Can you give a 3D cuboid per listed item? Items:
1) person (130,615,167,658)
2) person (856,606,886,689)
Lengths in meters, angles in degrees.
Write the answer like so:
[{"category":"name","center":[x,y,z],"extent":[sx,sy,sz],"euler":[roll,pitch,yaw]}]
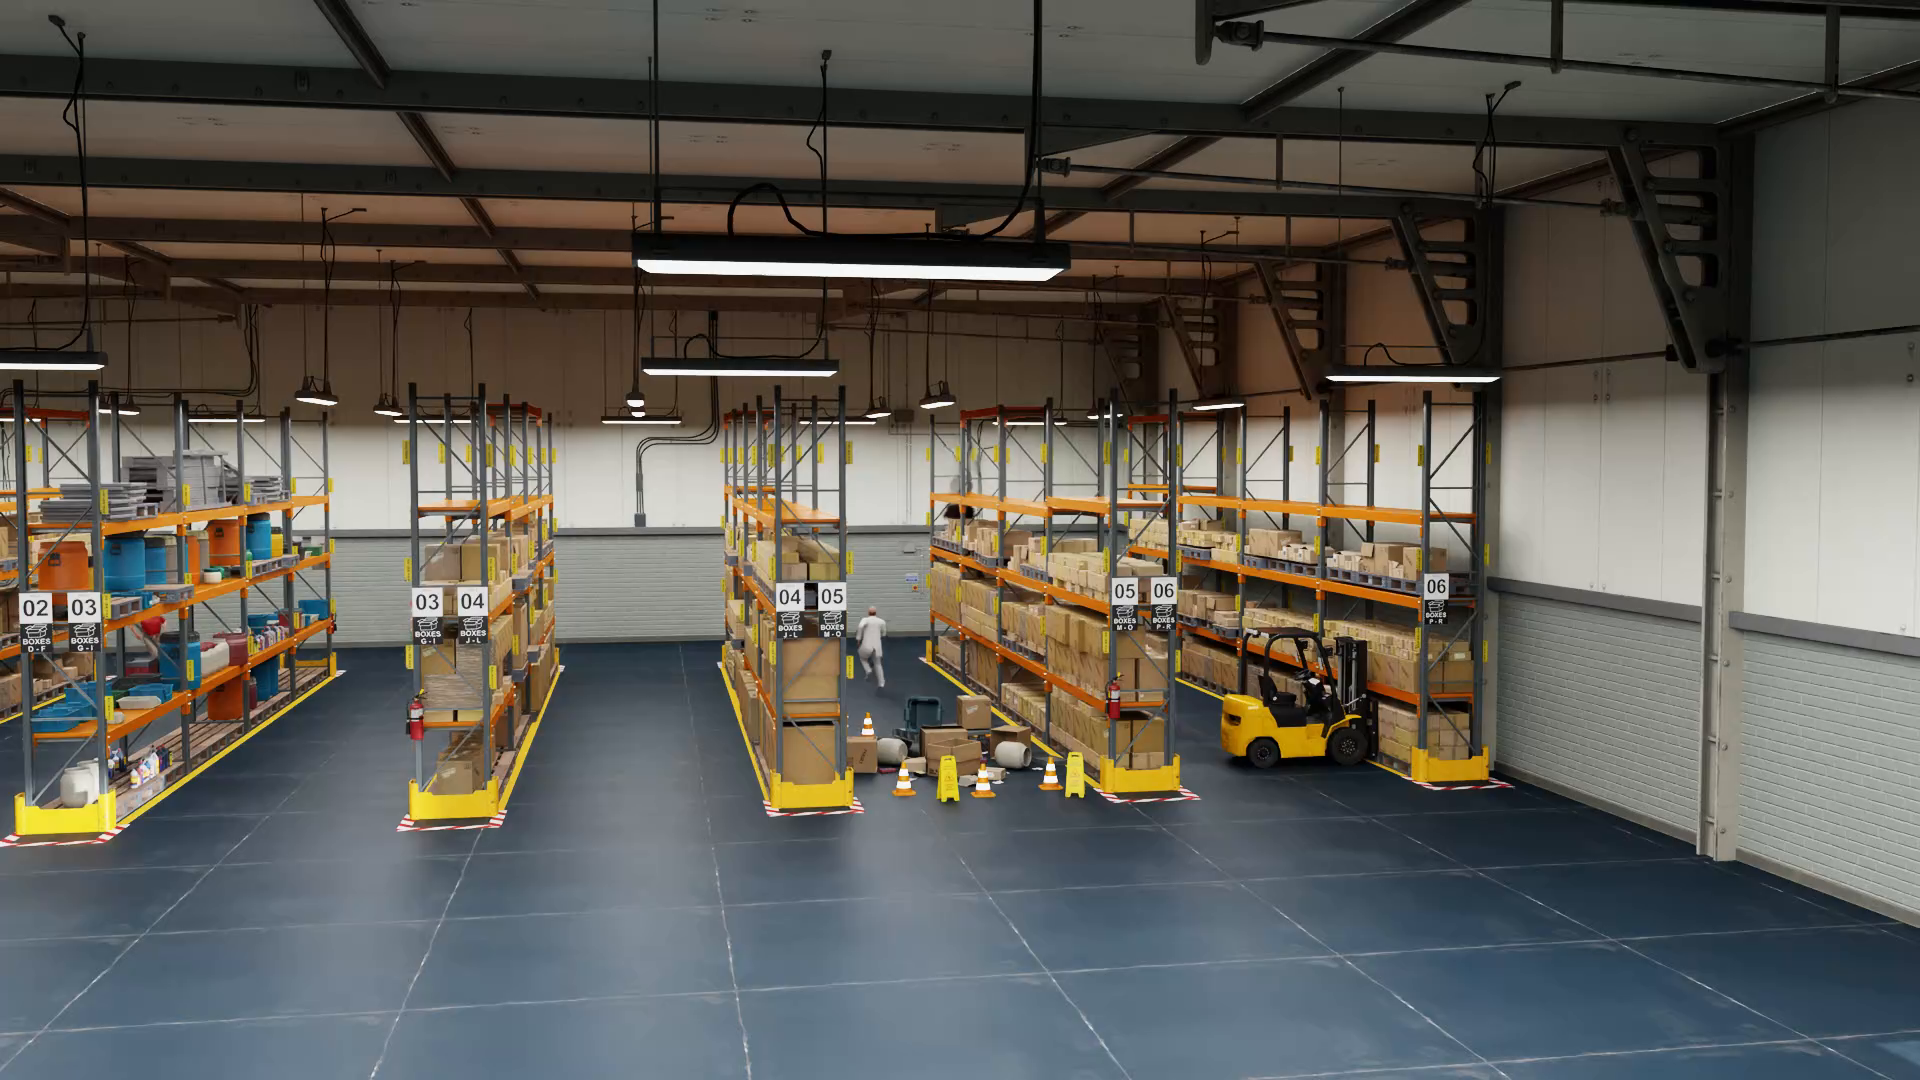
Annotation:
[{"category":"person","center":[-18.227,2.263,37.485],"extent":[0.647,1.740,0.781],"euler":[2,3,33]},{"category":"person","center":[-1.894,2.289,35.487],"extent":[0.725,1.738,0.956],"euler":[-1,3,-17]}]
